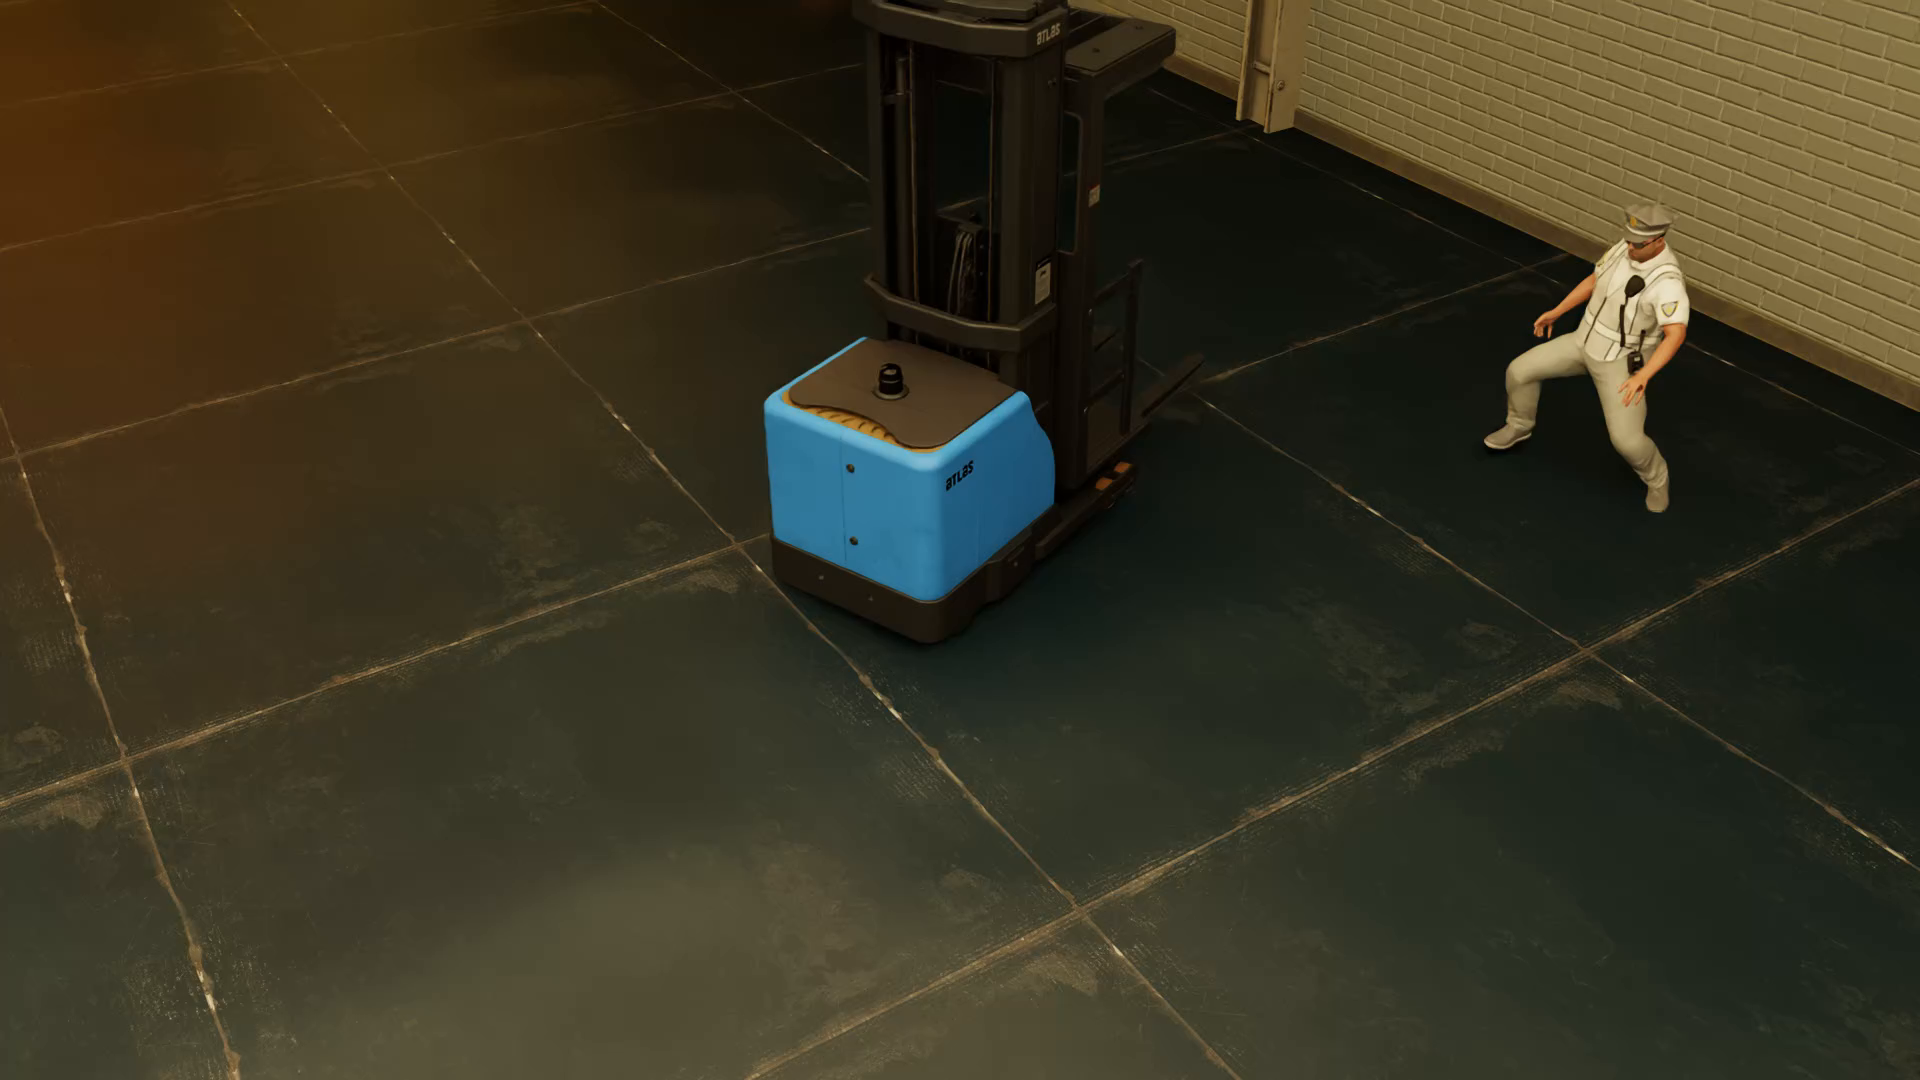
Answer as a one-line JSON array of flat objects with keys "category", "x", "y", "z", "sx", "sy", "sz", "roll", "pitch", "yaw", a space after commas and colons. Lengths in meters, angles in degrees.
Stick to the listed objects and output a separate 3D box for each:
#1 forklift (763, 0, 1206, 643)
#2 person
[{"category": "forklift", "x": 0.319, "y": -1.513, "z": 8.301, "sx": 1.130, "sy": 2.935, "sz": 3.031, "roll": 22, "pitch": 41, "yaw": 28}, {"category": "person", "x": 3.436, "y": -0.977, "z": 8.736, "sx": 0.781, "sy": 1.623, "sz": 0.967, "roll": -10, "pitch": 36, "yaw": -14}]
